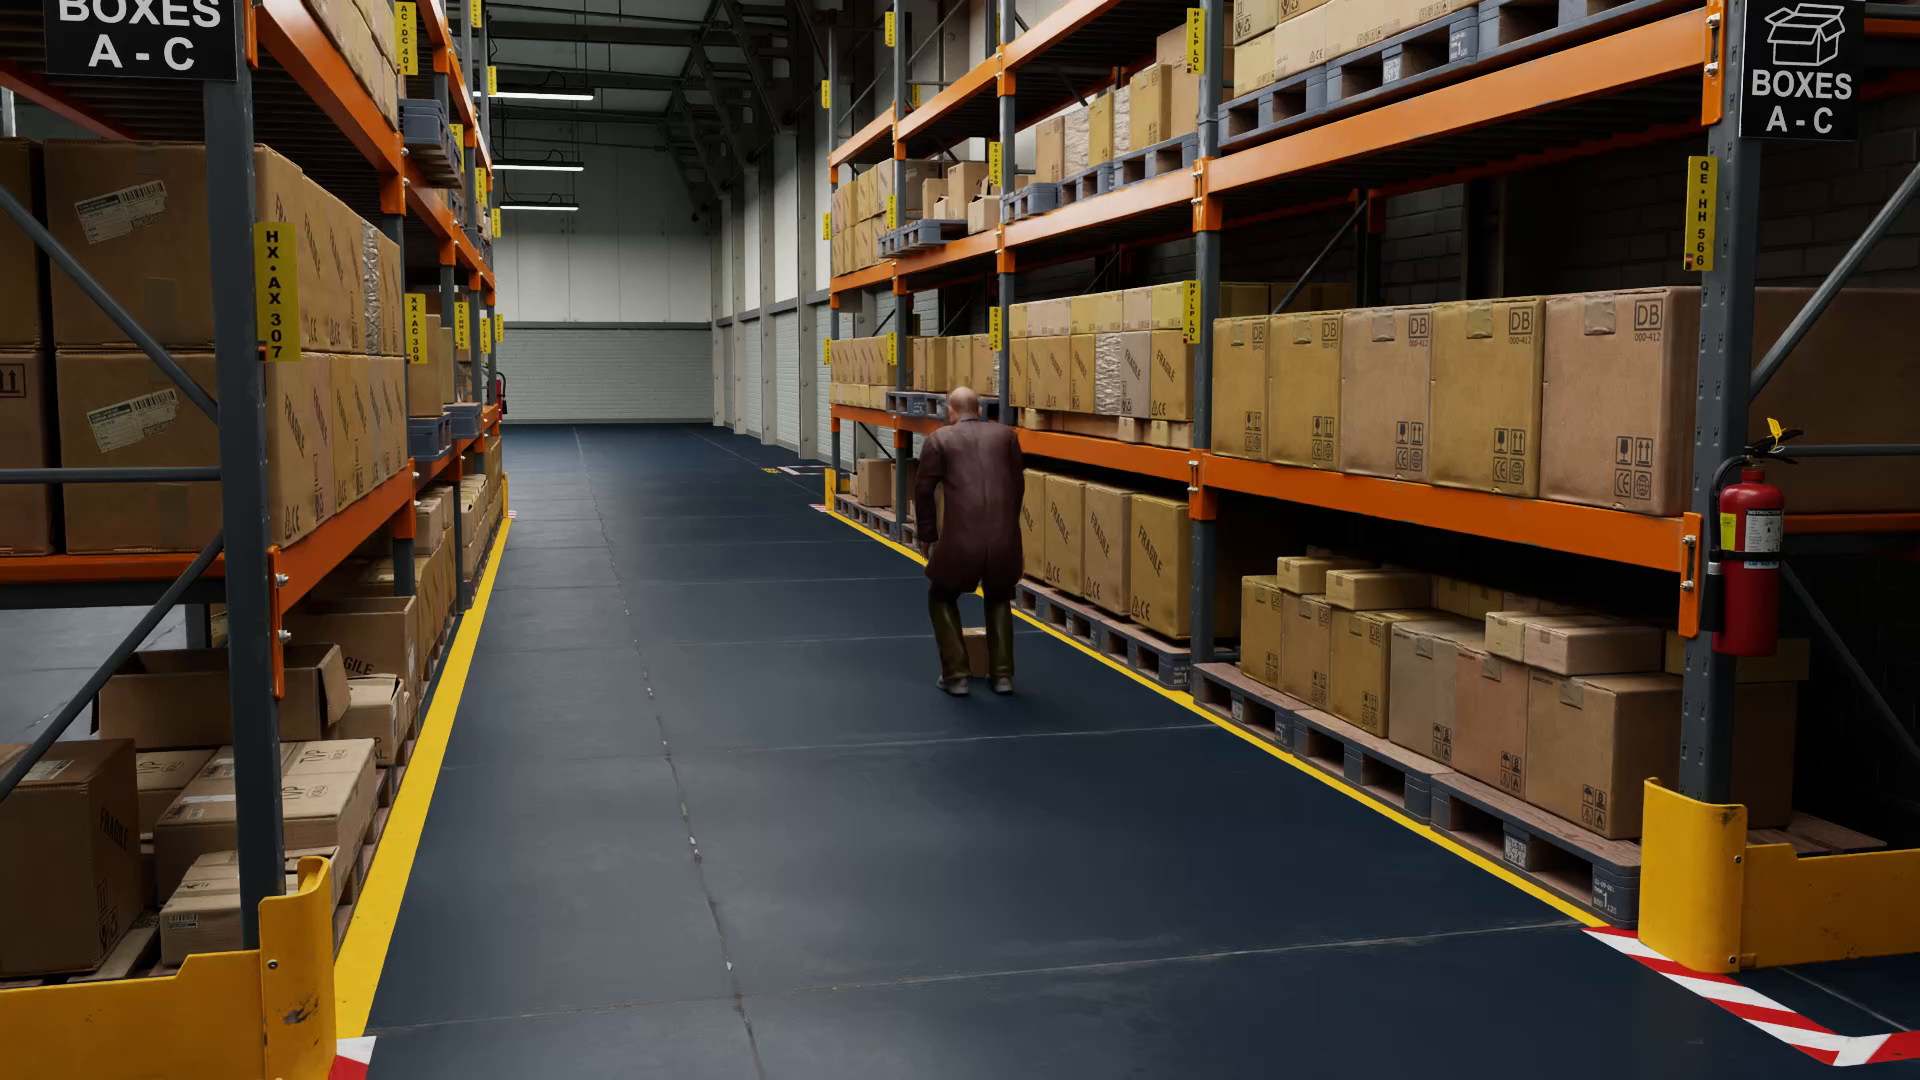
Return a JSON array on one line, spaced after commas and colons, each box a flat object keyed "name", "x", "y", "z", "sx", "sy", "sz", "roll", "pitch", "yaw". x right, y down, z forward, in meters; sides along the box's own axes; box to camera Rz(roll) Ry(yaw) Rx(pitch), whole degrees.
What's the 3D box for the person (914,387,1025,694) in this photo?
[{"name": "person", "x": 0.057, "y": 0.009, "z": 8.992, "sx": 0.611, "sy": 1.644, "sz": 0.522, "roll": -1, "pitch": 6, "yaw": -12}]
